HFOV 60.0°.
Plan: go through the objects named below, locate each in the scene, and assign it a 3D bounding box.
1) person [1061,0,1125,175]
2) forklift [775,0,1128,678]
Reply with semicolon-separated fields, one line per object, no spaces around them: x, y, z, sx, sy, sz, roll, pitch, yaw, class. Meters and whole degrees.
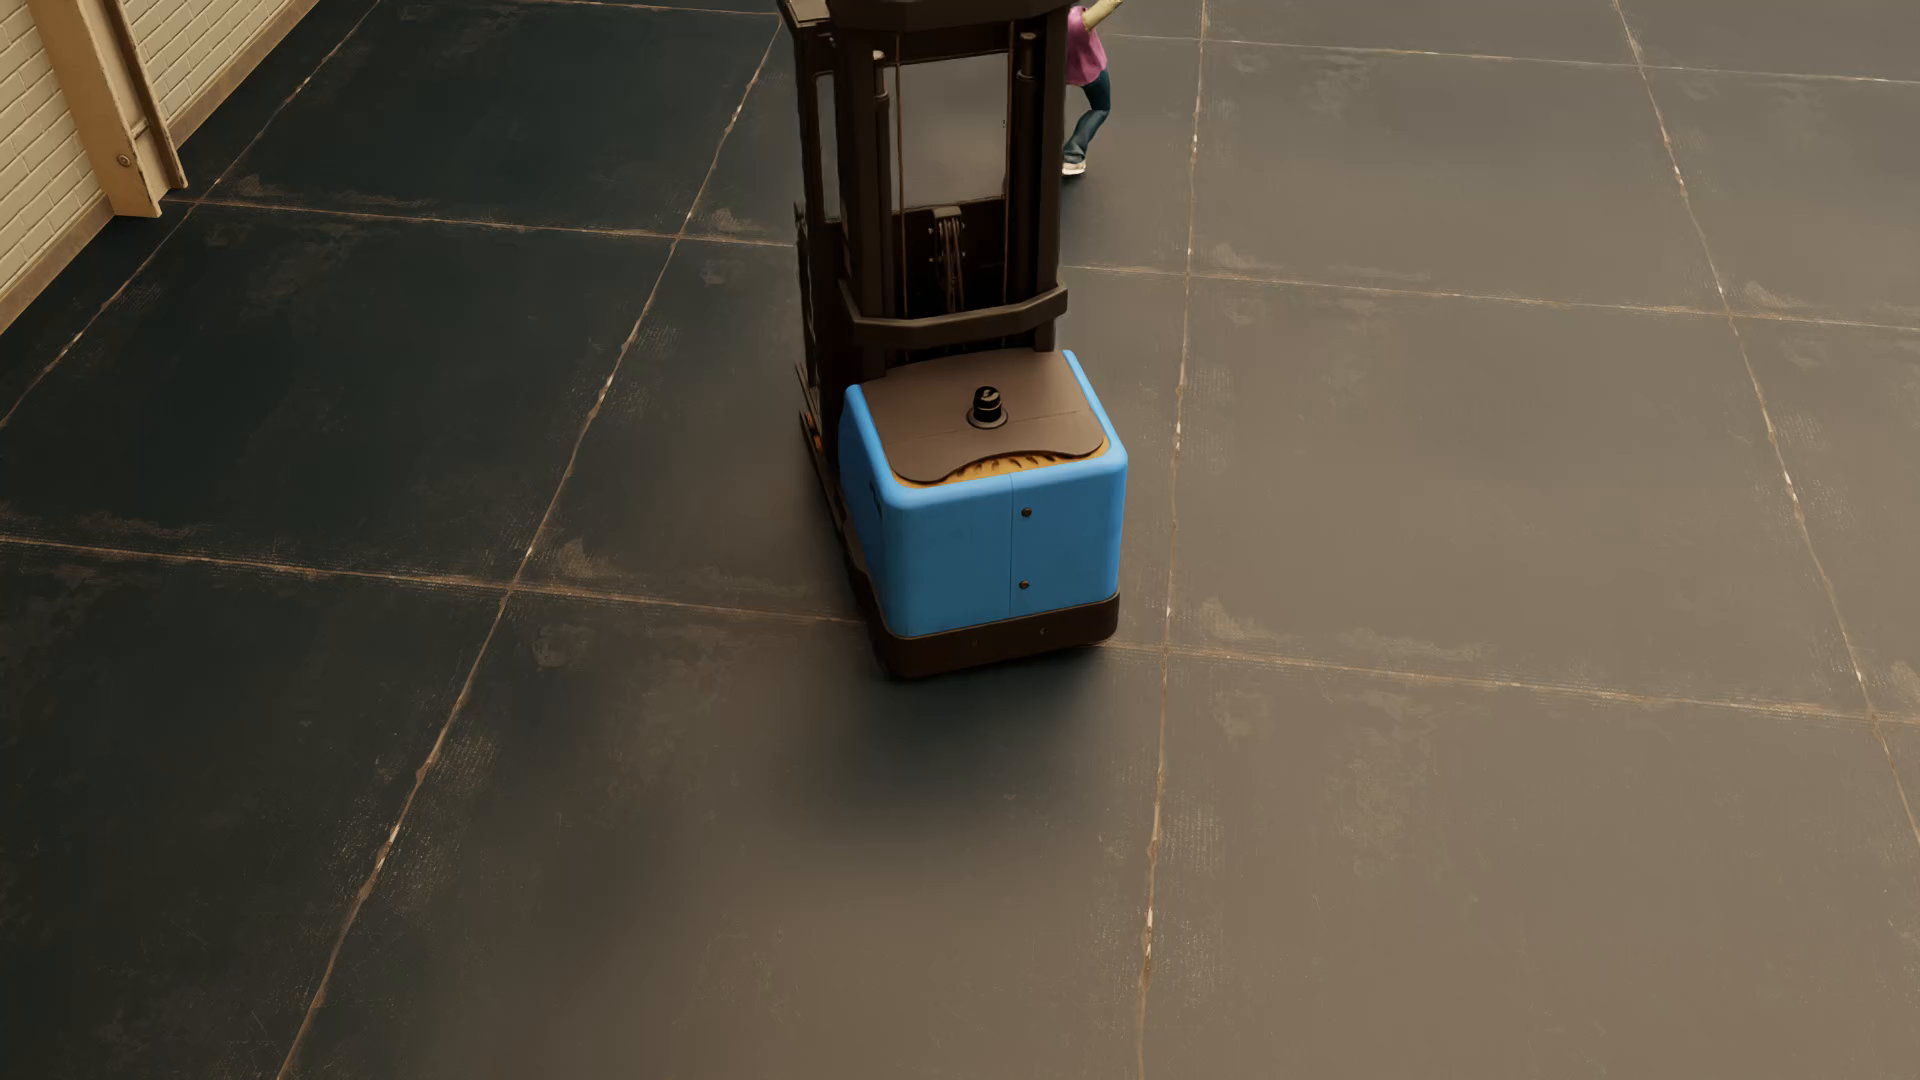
0.569;-2.891;9.937;0.825;1.487;0.664;13;44;14;person
-0.182;-1.498;7.355;1.130;2.935;3.031;-10;44;-11;forklift
